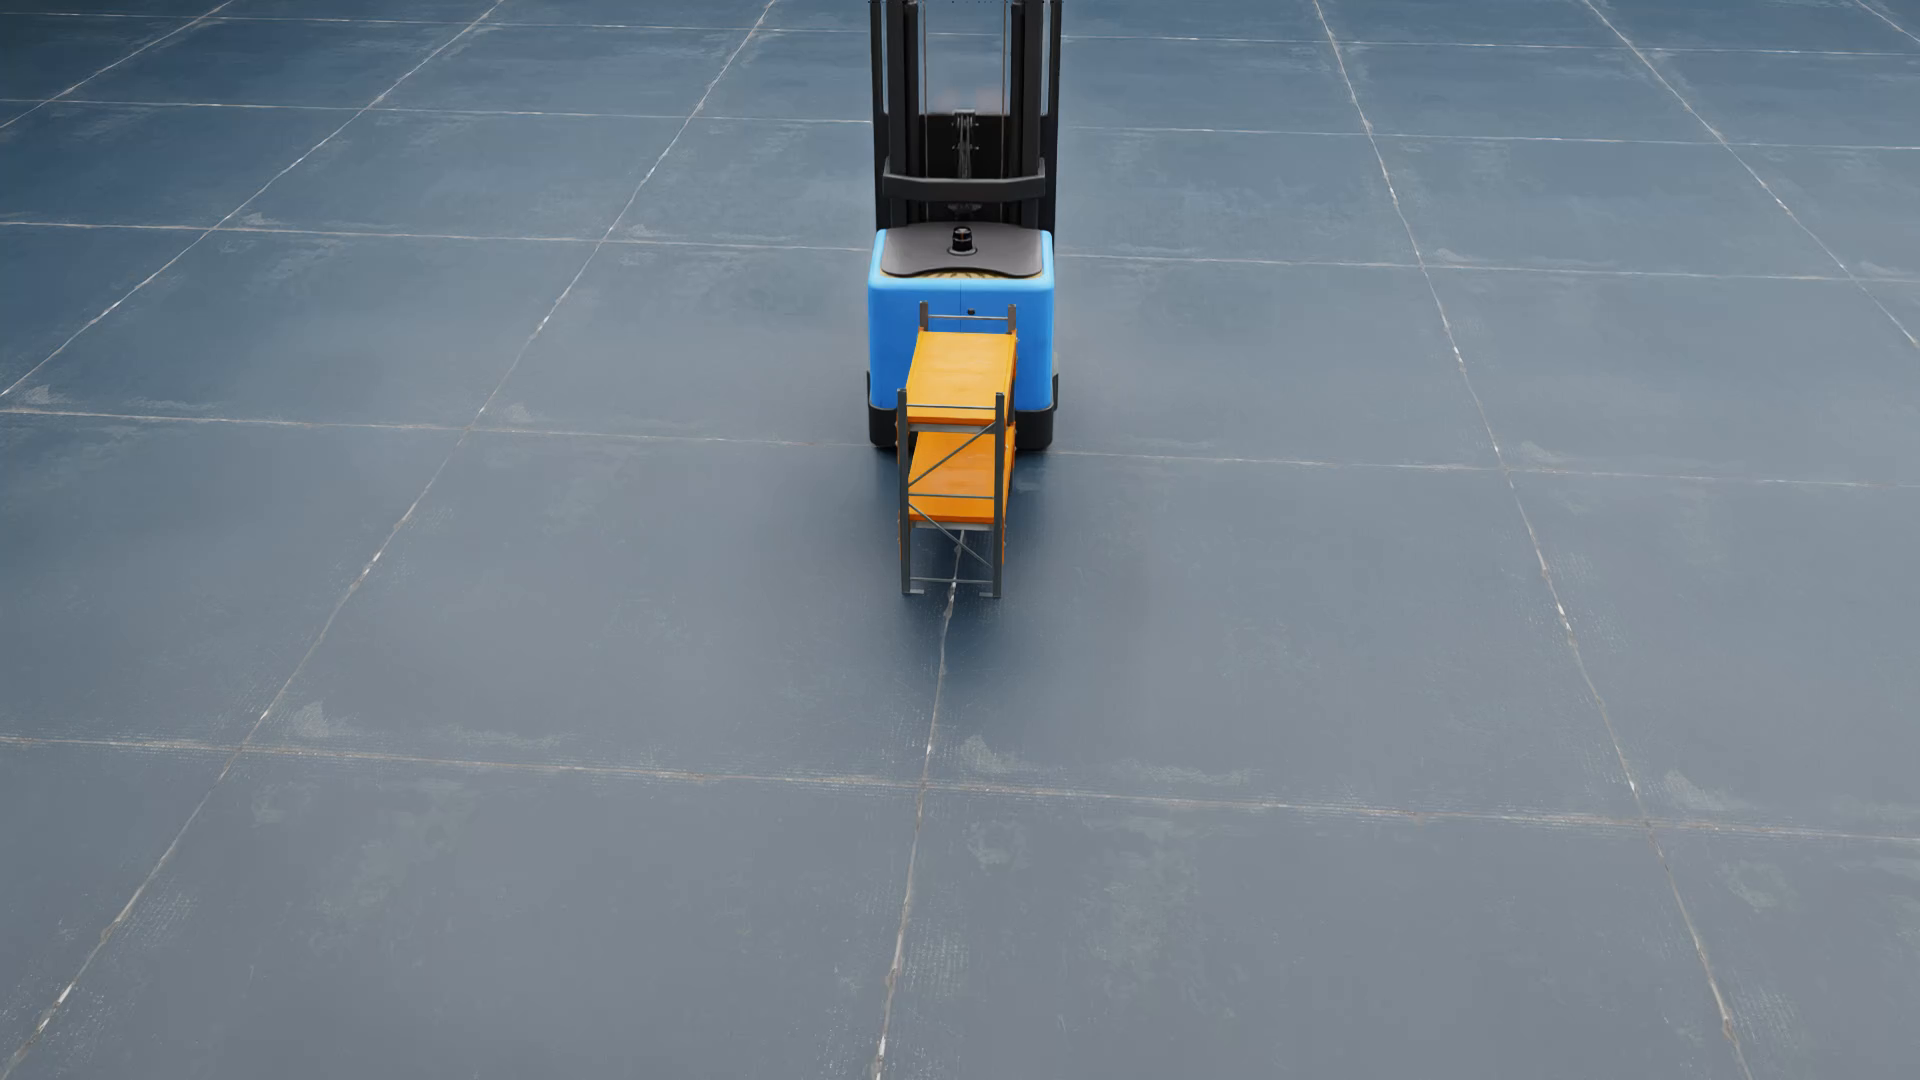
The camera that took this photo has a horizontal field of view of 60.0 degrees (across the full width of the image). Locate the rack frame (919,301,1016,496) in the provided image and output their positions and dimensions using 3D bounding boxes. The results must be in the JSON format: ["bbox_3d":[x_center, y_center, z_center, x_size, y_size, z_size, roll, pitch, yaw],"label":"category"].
[{"bbox_3d":[0.041,-0.741,8.880,0.500,1.125,0.032,2,32,4],"label":"rack frame"}]

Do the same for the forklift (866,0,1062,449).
[{"bbox_3d":[0.040,-2.505,10.022,1.130,2.935,3.031,1,32,1],"label":"forklift"}]

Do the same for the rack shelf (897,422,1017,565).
[{"bbox_3d":[-0.001,-0.267,8.577,0.538,0.278,1.000,2,32,4],"label":"rack shelf"}]

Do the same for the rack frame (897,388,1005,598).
[{"bbox_3d":[-0.042,-0.210,8.018,0.500,1.125,0.032,2,32,4],"label":"rack frame"}]

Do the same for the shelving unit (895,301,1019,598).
[{"bbox_3d":[-0.001,-0.475,8.449,0.538,1.125,1.048,2,32,4],"label":"shelving unit"}]

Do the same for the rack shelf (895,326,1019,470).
[{"bbox_3d":[-0.001,-0.725,8.296,0.538,0.278,1.000,2,32,4],"label":"rack shelf"}]
